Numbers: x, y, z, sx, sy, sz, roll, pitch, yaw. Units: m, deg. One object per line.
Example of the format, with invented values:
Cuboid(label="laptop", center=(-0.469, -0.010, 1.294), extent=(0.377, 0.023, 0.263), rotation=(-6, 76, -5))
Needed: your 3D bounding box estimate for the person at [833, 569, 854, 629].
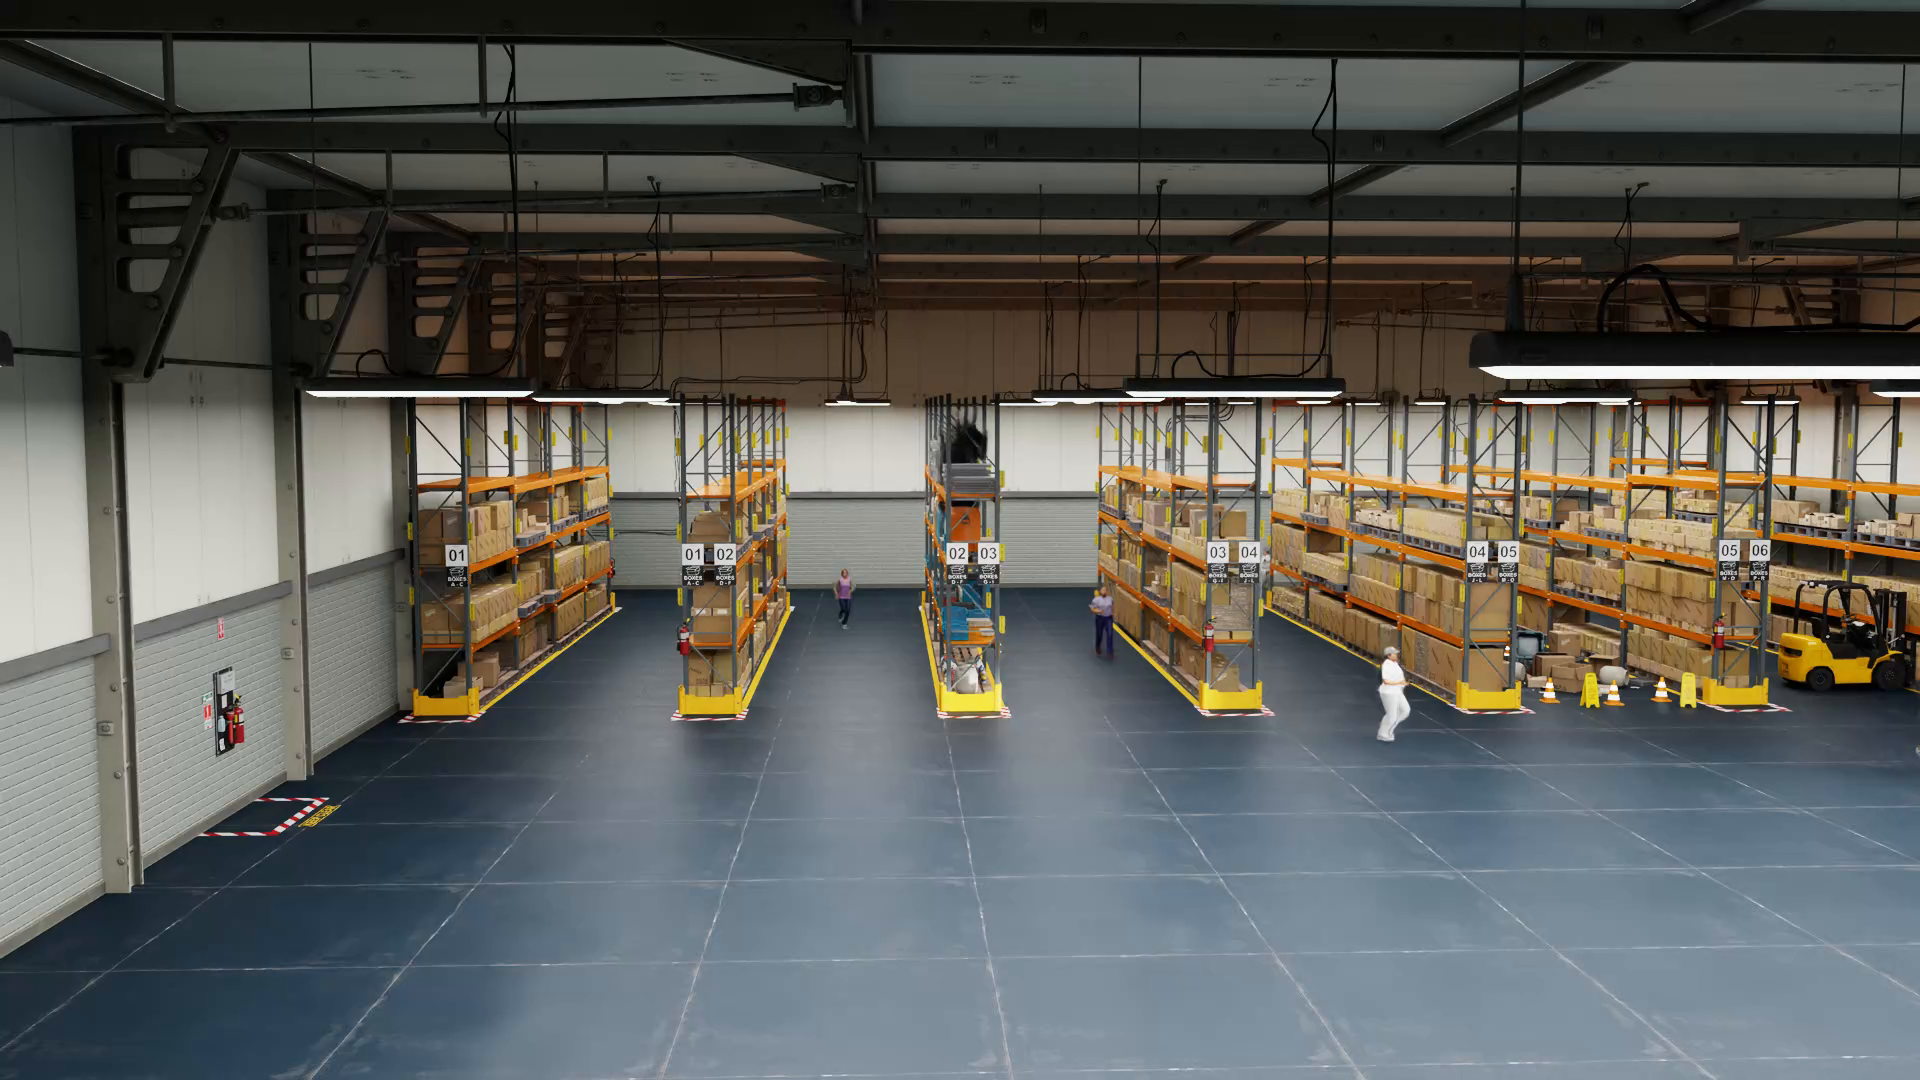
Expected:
Cuboid(label="person", center=(-2.993, 1.534, 43.198), extent=(0.526, 1.562, 0.531), rotation=(-1, 5, -17))

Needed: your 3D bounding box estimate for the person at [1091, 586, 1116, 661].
Cuboid(label="person", center=(3.296, 1.873, 38.091), extent=(0.598, 1.658, 0.935), rotation=(-1, 5, -7))

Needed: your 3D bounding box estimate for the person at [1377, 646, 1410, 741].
Cuboid(label="person", center=(7.471, 2.646, 28.566), extent=(0.576, 1.638, 0.591), rotation=(3, 5, 34))

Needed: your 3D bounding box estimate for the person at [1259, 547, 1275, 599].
Cuboid(label="person", center=(8.970, 1.022, 48.835), extent=(0.805, 1.679, 0.666), rotation=(-1, 5, -16))
